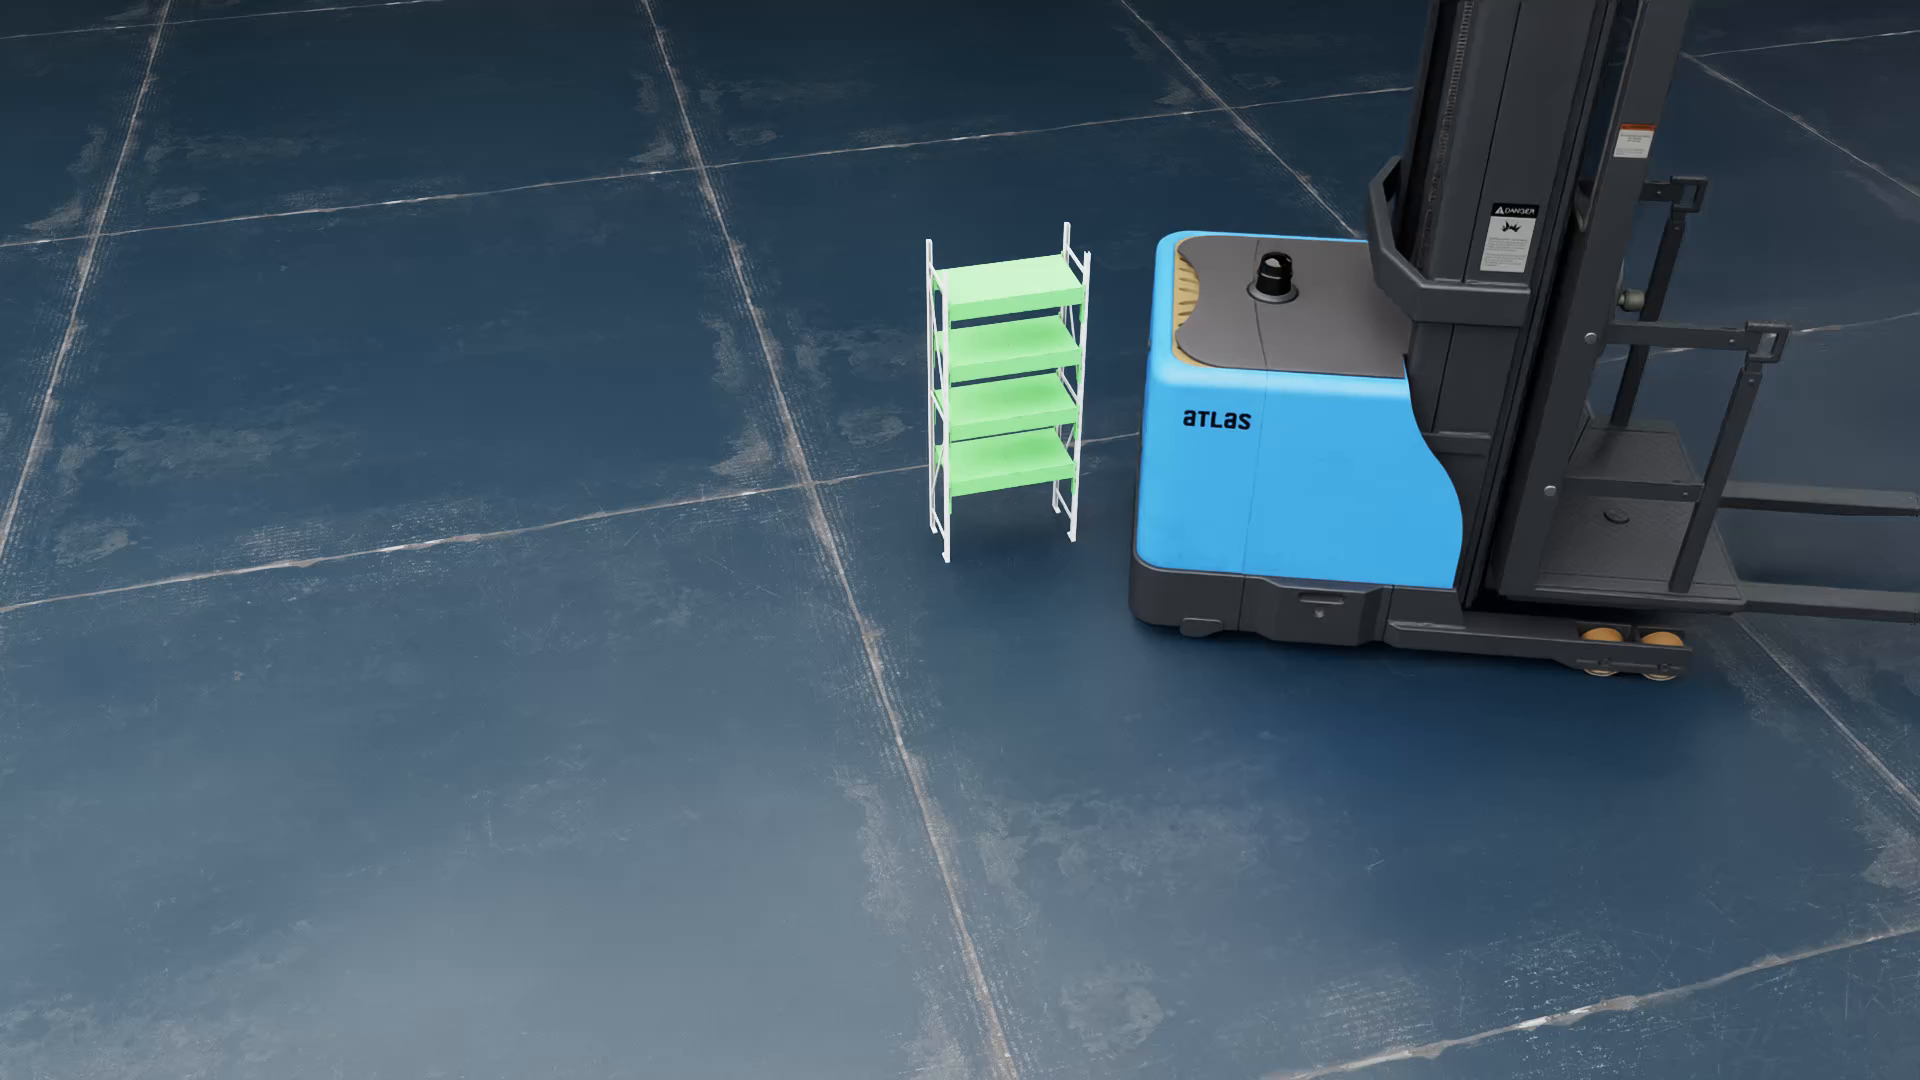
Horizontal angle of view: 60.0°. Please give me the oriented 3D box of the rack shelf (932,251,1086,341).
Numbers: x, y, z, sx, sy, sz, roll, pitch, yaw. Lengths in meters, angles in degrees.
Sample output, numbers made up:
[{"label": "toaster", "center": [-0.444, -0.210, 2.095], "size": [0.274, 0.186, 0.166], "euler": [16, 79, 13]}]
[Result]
[{"label": "rack shelf", "center": [0.160, -0.833, 5.667], "size": [0.480, 0.148, 0.258], "euler": [-9, 38, -12]}]

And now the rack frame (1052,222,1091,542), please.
[{"label": "rack frame", "center": [0.395, -0.541, 5.970], "size": [0.015, 1.200, 0.240], "euler": [-9, 38, -12]}]

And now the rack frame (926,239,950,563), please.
[{"label": "rack frame", "center": [-0.076, -0.464, 5.869], "size": [0.015, 1.200, 0.240], "euler": [-9, 38, -12]}]

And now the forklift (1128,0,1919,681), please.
[{"label": "forklift", "center": [2.145, -1.032, 5.186], "size": [3.031, 2.935, 1.130], "euler": [4, 38, 5]}]

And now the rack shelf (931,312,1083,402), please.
[{"label": "rack shelf", "center": [0.160, -0.643, 5.813], "size": [0.480, 0.148, 0.258], "euler": [-9, 38, -12]}]

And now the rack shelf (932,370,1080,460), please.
[{"label": "rack shelf", "center": [0.160, -0.452, 5.959], "size": [0.480, 0.148, 0.258], "euler": [-9, 38, -12]}]

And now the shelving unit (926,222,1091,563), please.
[{"label": "shelving unit", "center": [0.160, -0.503, 5.920], "size": [0.503, 1.200, 0.258], "euler": [-9, 38, -12]}]

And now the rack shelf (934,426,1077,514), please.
[{"label": "rack shelf", "center": [0.160, -0.261, 6.104], "size": [0.480, 0.148, 0.258], "euler": [-9, 38, -12]}]
